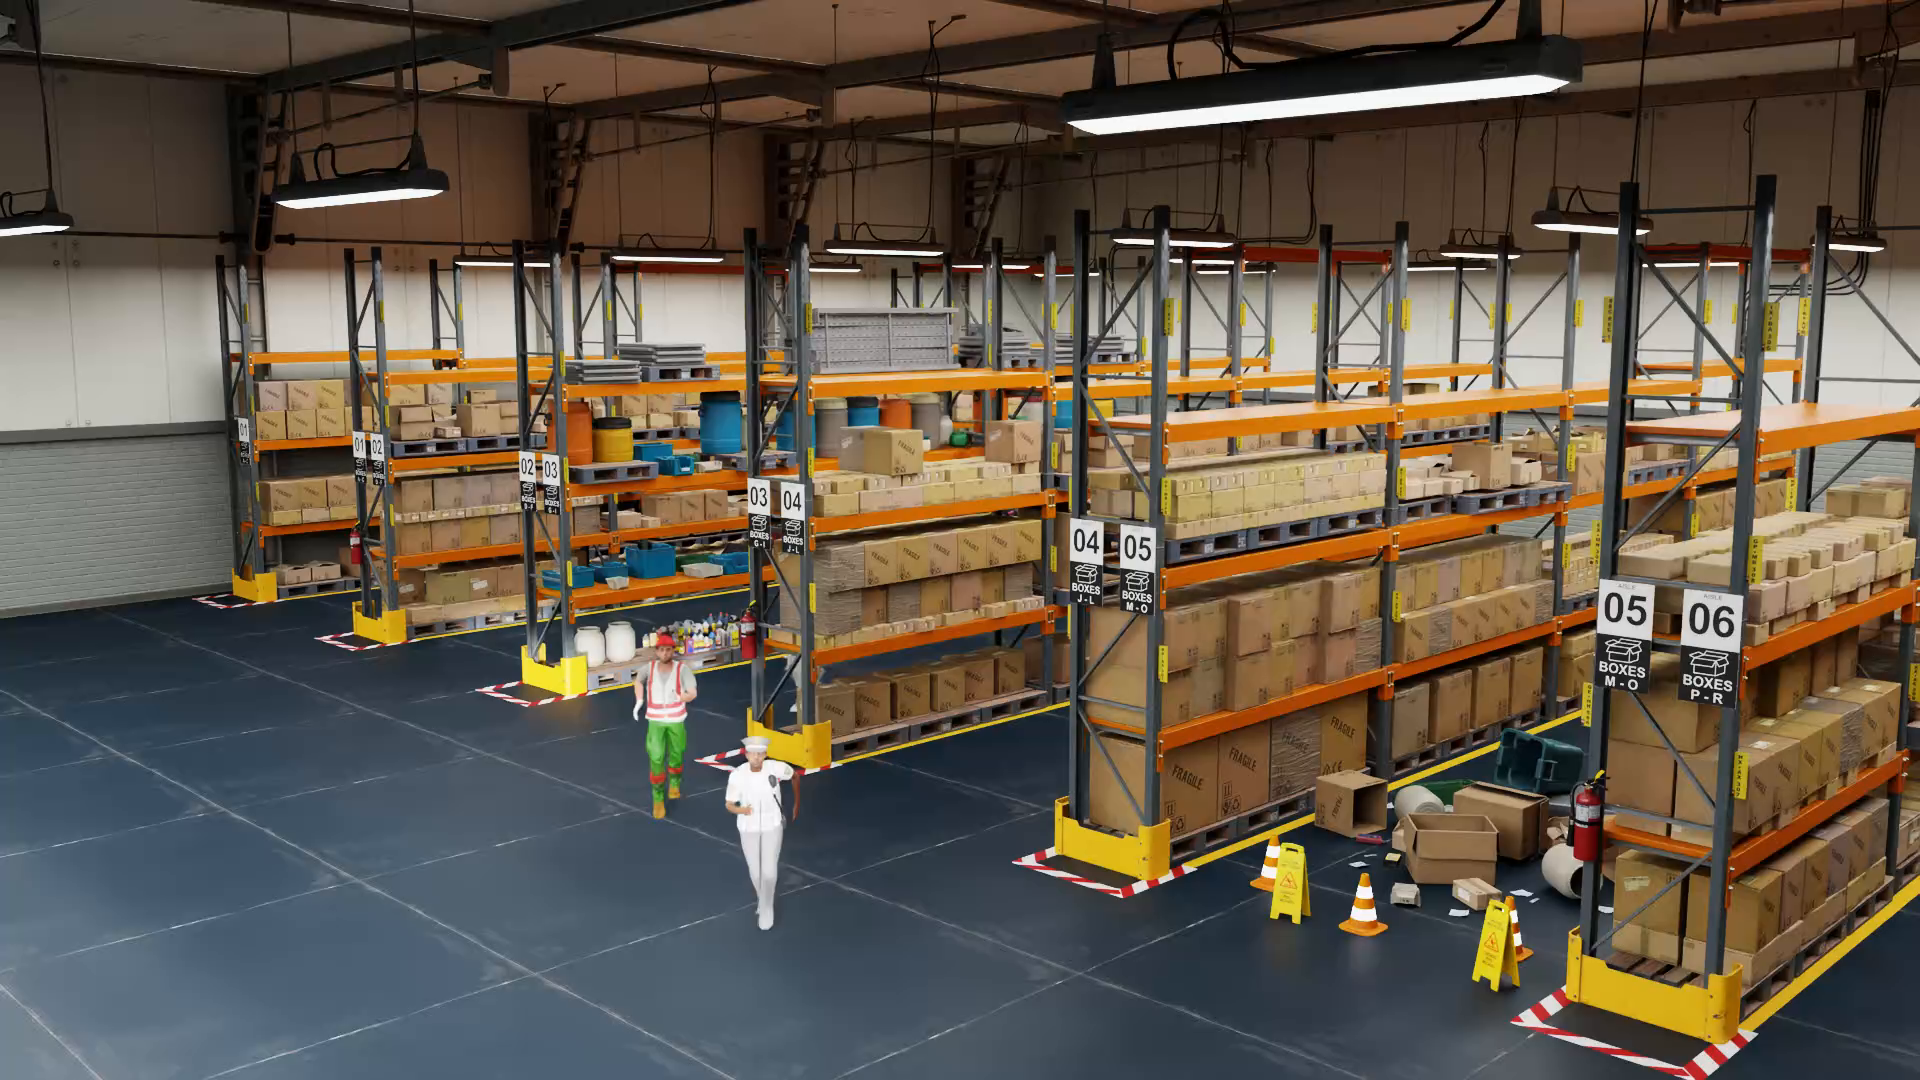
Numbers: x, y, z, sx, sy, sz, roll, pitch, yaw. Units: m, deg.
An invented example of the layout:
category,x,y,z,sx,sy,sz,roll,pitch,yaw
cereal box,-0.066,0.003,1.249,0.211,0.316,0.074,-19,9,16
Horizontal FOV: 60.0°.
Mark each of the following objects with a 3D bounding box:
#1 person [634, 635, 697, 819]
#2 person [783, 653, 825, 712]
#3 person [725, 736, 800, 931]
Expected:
category,x,y,z,sx,sy,sz,roll,pitch,yaw
person,-3.008,1.881,16.999,0.645,1.848,0.774,-1,8,-10
person,-1.940,1.354,21.339,0.724,1.670,0.653,7,11,40
person,-1.628,2.394,13.758,0.604,1.667,0.791,-1,8,-4
